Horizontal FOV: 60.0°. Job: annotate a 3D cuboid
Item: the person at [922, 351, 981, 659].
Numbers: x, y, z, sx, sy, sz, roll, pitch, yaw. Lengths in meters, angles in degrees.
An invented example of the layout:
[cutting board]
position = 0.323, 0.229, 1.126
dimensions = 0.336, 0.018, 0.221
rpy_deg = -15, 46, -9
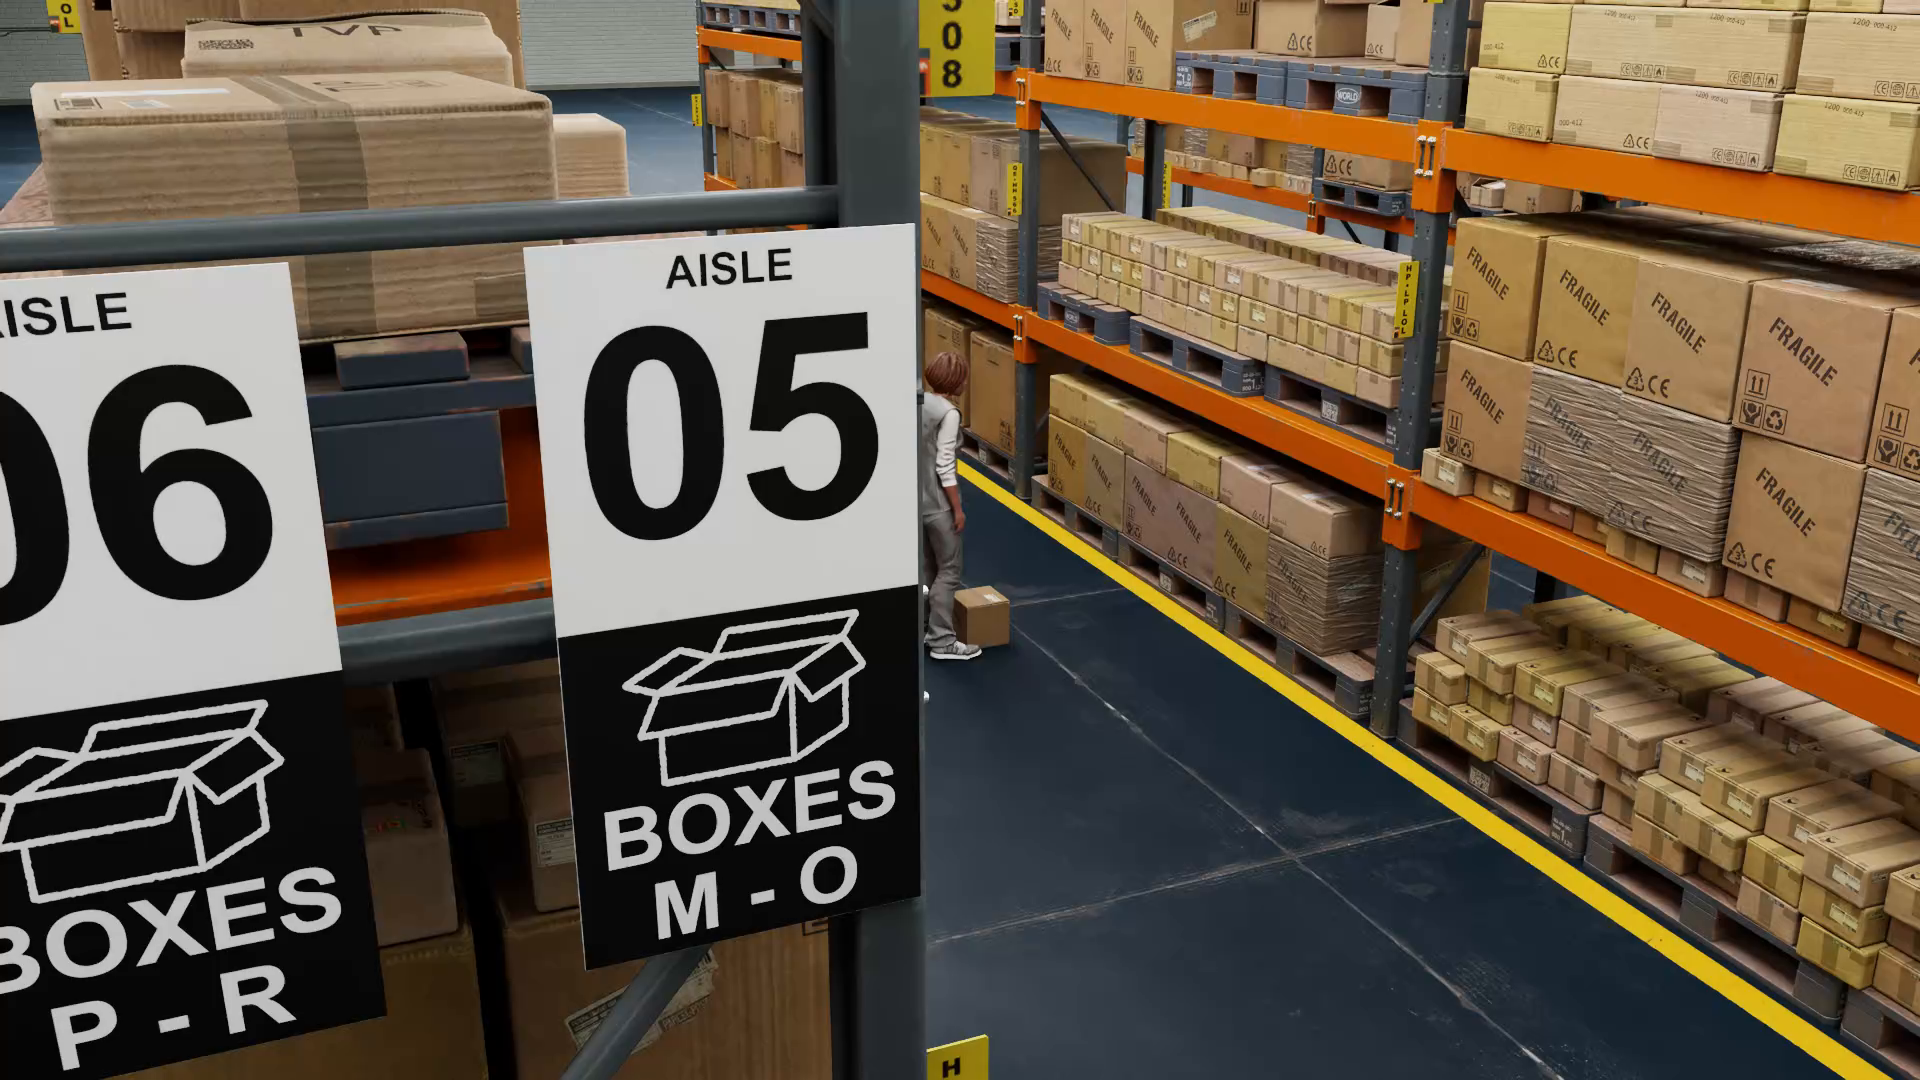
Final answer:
[person]
position = -0.114, -0.176, 8.607
dimensions = 0.349, 1.581, 0.466
rpy_deg = -8, 21, -22
